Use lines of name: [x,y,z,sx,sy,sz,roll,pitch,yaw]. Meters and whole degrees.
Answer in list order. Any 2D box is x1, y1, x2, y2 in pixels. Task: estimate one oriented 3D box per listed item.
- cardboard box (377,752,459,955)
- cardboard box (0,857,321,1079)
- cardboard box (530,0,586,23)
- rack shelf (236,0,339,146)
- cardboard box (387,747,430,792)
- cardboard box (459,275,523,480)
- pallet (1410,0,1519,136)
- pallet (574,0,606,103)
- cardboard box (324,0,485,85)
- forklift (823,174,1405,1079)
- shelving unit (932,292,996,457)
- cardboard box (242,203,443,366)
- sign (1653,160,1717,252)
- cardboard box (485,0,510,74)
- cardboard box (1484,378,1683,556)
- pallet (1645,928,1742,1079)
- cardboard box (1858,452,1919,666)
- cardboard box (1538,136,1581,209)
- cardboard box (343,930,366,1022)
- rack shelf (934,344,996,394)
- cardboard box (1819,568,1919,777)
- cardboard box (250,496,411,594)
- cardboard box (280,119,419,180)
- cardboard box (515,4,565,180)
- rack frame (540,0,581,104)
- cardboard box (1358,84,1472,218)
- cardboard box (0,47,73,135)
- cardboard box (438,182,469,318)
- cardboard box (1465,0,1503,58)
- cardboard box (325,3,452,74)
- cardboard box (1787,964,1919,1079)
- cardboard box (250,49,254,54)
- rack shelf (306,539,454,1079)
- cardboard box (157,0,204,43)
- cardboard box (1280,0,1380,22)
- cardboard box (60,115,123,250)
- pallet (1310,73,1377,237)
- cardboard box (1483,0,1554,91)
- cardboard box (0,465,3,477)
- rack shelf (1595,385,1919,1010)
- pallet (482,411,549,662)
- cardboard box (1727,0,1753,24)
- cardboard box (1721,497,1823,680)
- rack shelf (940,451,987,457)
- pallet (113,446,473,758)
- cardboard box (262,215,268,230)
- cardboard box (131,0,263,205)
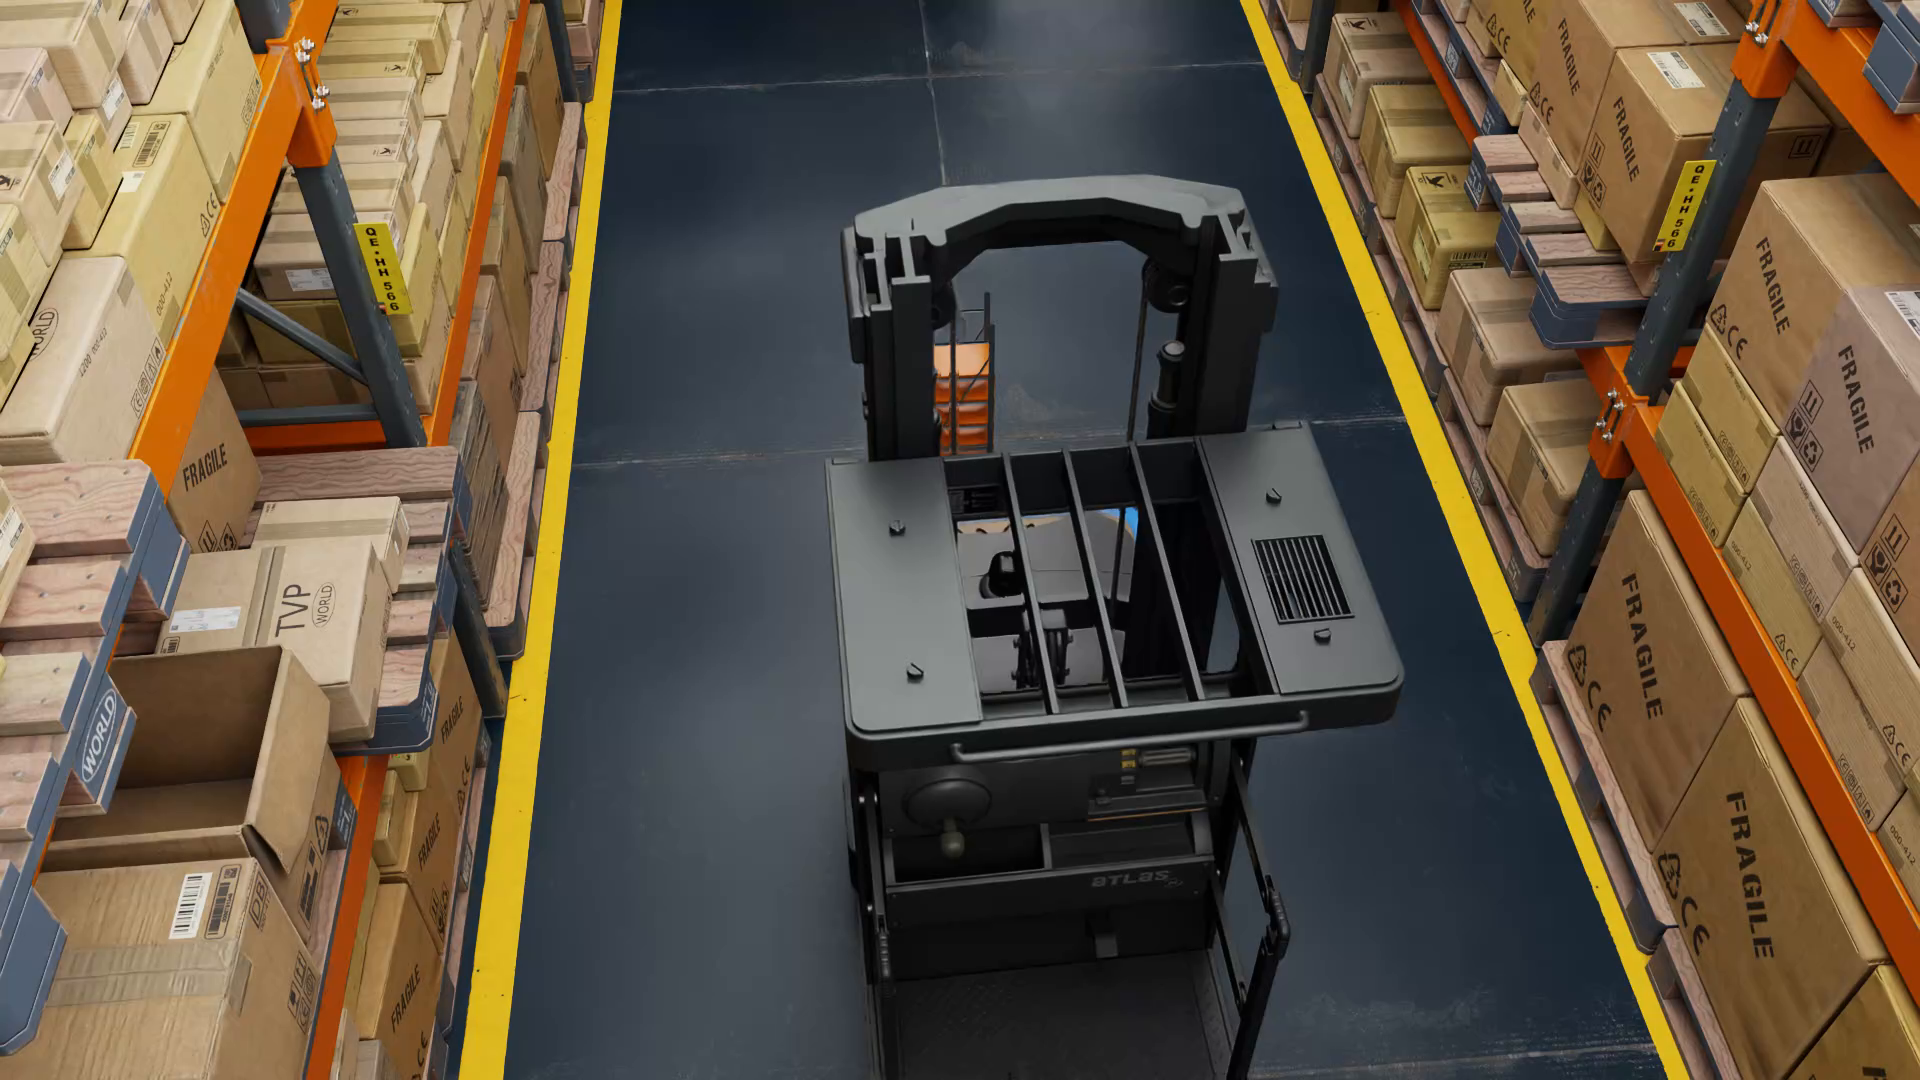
cardboard box: [-1.931,0.998,5.308,0.500,0.500,0.500,-4,47,-4]
cardboard box: [-1.804,1.037,3.481,0.700,0.500,0.500,-4,47,-3]
cardboard box: [-2.280,-3.006,8.928,0.500,0.250,0.500,-4,47,-3]
rack shelf: [-2.379,-2.604,5.716,1.077,0.370,4.000,-3,47,-3]
cardboard box: [-1.864,0.657,5.184,0.380,0.149,0.250,-6,47,-5]
cardboard box: [-2.313,-0.625,6.759,0.875,0.625,0.625,-2,47,-2]
pallet: [2.528,-2.041,6.885,1.003,0.211,1.213,-3,47,-3]
pallet: [-2.571,-2.886,9.474,1.003,0.211,1.213,-3,47,-3]
cardboard box: [-2.140,-1.939,6.416,0.500,0.250,0.500,-3,47,-3]
forklift: [0.275,0.703,4.202,1.130,2.935,3.031,-5,47,-5]
shelving unit: [-0.001,-0.423,6.461,0.258,1.200,0.189,-3,47,-3]
cardboard box: [-1.981,-0.830,5.366,0.500,0.250,0.500,-4,47,-3]
sign: [2.194,-1.008,5.032,0.100,0.325,0.005,-3,47,-3]
cardboard box: [-2.185,-2.142,6.952,0.500,0.250,0.500,-3,47,-3]
cardboard box: [2.697,-0.327,6.651,0.950,0.372,0.625,-6,47,-6]
pallet: [2.824,1.738,5.095,1.003,0.211,1.213,-3,47,-3]
cardboard box: [2.611,0.050,4.016,0.500,0.500,0.500,-2,47,-2]
cardboard box: [2.312,-1.327,5.961,0.380,0.149,0.250,-4,47,-4]
cardboard box: [-1.888,1.225,4.646,0.380,0.149,0.250,-4,47,-4]
rack shelf: [-0.001,-0.640,6.232,0.258,0.103,0.180,-3,47,-3]
cardboard box: [2.602,0.320,4.277,0.500,0.250,0.500,-4,47,-3]
cardboard box: [-1.774,0.021,4.684,0.380,0.149,0.250,-3,47,-3]
cardboard box: [-2.016,-1.256,5.494,0.380,0.149,0.250,-2,47,-2]
cardboard box: [-2.492,-2.218,8.267,0.875,0.625,0.625,-2,47,-2]
rack frame: [-2.547,-3.267,7.914,1.000,3.000,0.127,-3,47,-3]
cardboard box: [2.509,-1.912,8.152,0.950,0.372,0.625,-1,47,-1]
cardboard box: [-1.920,-0.788,3.125,0.380,0.149,0.250,-4,47,-4]
cardboard box: [-2.043,-1.021,5.891,0.500,0.250,0.500,-4,47,-4]
cardboard box: [2.264,-2.074,6.669,0.380,0.149,0.250,-5,47,-5]
cardboard box: [-2.063,-1.812,6.021,0.380,0.149,0.250,-3,47,-2]
cardboard box: [2.854,1.707,4.378,0.875,0.875,0.875,-2,47,-2]
cardboard box: [-2.569,-1.594,5.814,0.380,0.149,0.250,-4,47,-4]
rack shelf: [-2.044,1.322,4.064,1.077,0.370,4.000,-3,47,-3]
cardboard box: [-1.942,-1.248,3.765,0.380,0.149,0.250,-3,47,-2]
cardboard box: [2.082,-3.181,9.438,0.500,0.250,0.500,-2,47,-1]
cardboard box: [-1.879,-0.690,3.237,0.380,0.149,0.250,-3,47,-3]
pallet: [2.466,-2.049,8.682,1.003,0.211,1.213,-3,47,-3]
cardboard box: [2.321,-2.008,6.160,0.500,0.500,0.500,-6,47,-6]
cardboard box: [-1.652,-0.058,2.420,0.380,0.149,0.250,-3,47,-3]
rack shelf: [2.902,1.018,4.352,1.077,0.370,4.000,-3,47,-3]
pallet: [-2.242,-0.012,6.752,1.003,0.211,1.213,-3,47,-3]
cardboard box: [2.876,-1.674,5.843,0.500,0.500,0.500,-1,47,-1]
cardboard box: [2.585,0.114,4.815,0.500,0.250,0.500,-5,47,-4]
rack shelf: [-0.001,-0.310,6.580,0.258,0.103,0.180,-3,47,-3]
pallet: [-2.085,0.180,4.783,1.213,0.211,1.003,-3,47,-3]
cardboard box: [-2.571,-1.171,5.688,0.500,0.250,0.500,-3,47,-3]
cardboard box: [-1.927,-0.996,3.801,0.500,0.250,0.500,-5,47,-5]
